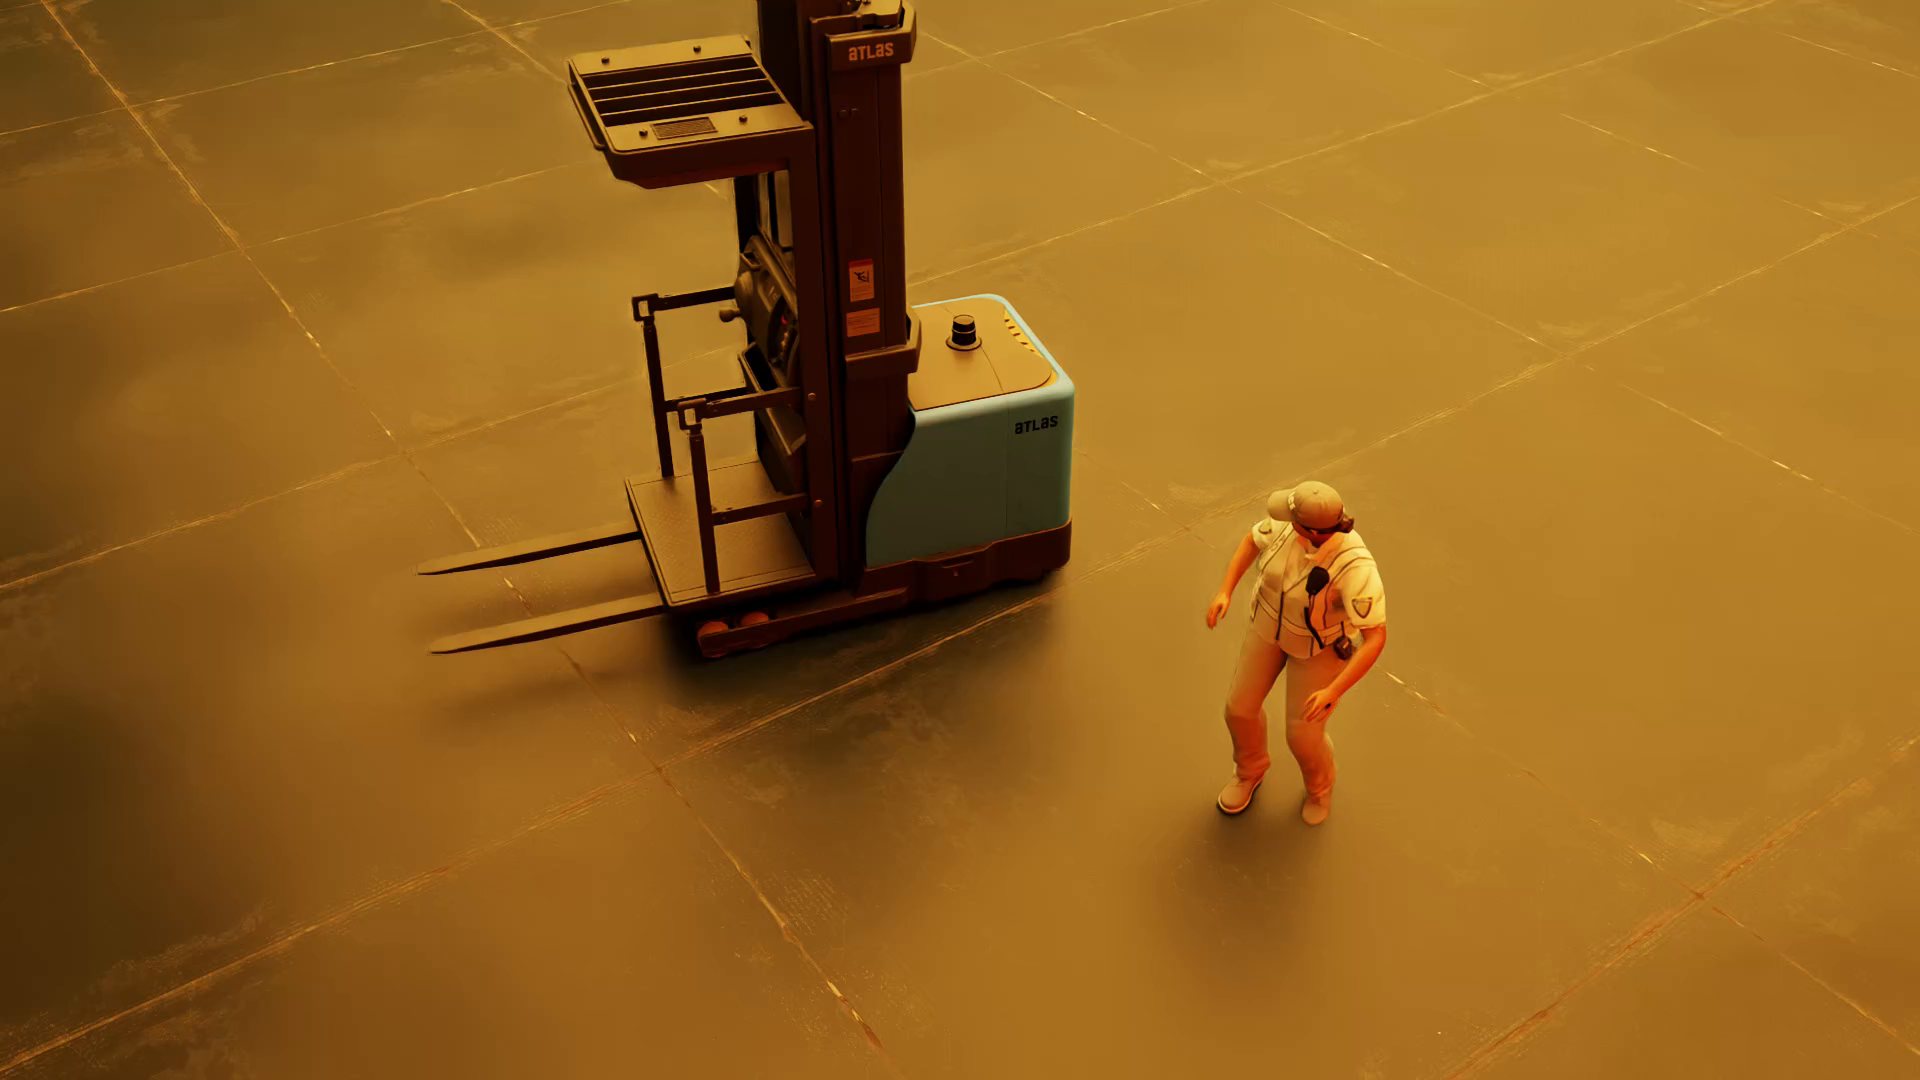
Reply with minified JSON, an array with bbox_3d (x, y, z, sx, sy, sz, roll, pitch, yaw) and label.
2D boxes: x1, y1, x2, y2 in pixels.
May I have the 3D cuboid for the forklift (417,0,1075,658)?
[{"bbox_3d":[-1.032,-0.992,7.286,3.031,2.935,1.130,-12,38,-16],"label":"forklift"}]

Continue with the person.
[{"bbox_3d":[1.309,0.446,6.500,0.719,1.622,0.630,28,45,33],"label":"person"}]
